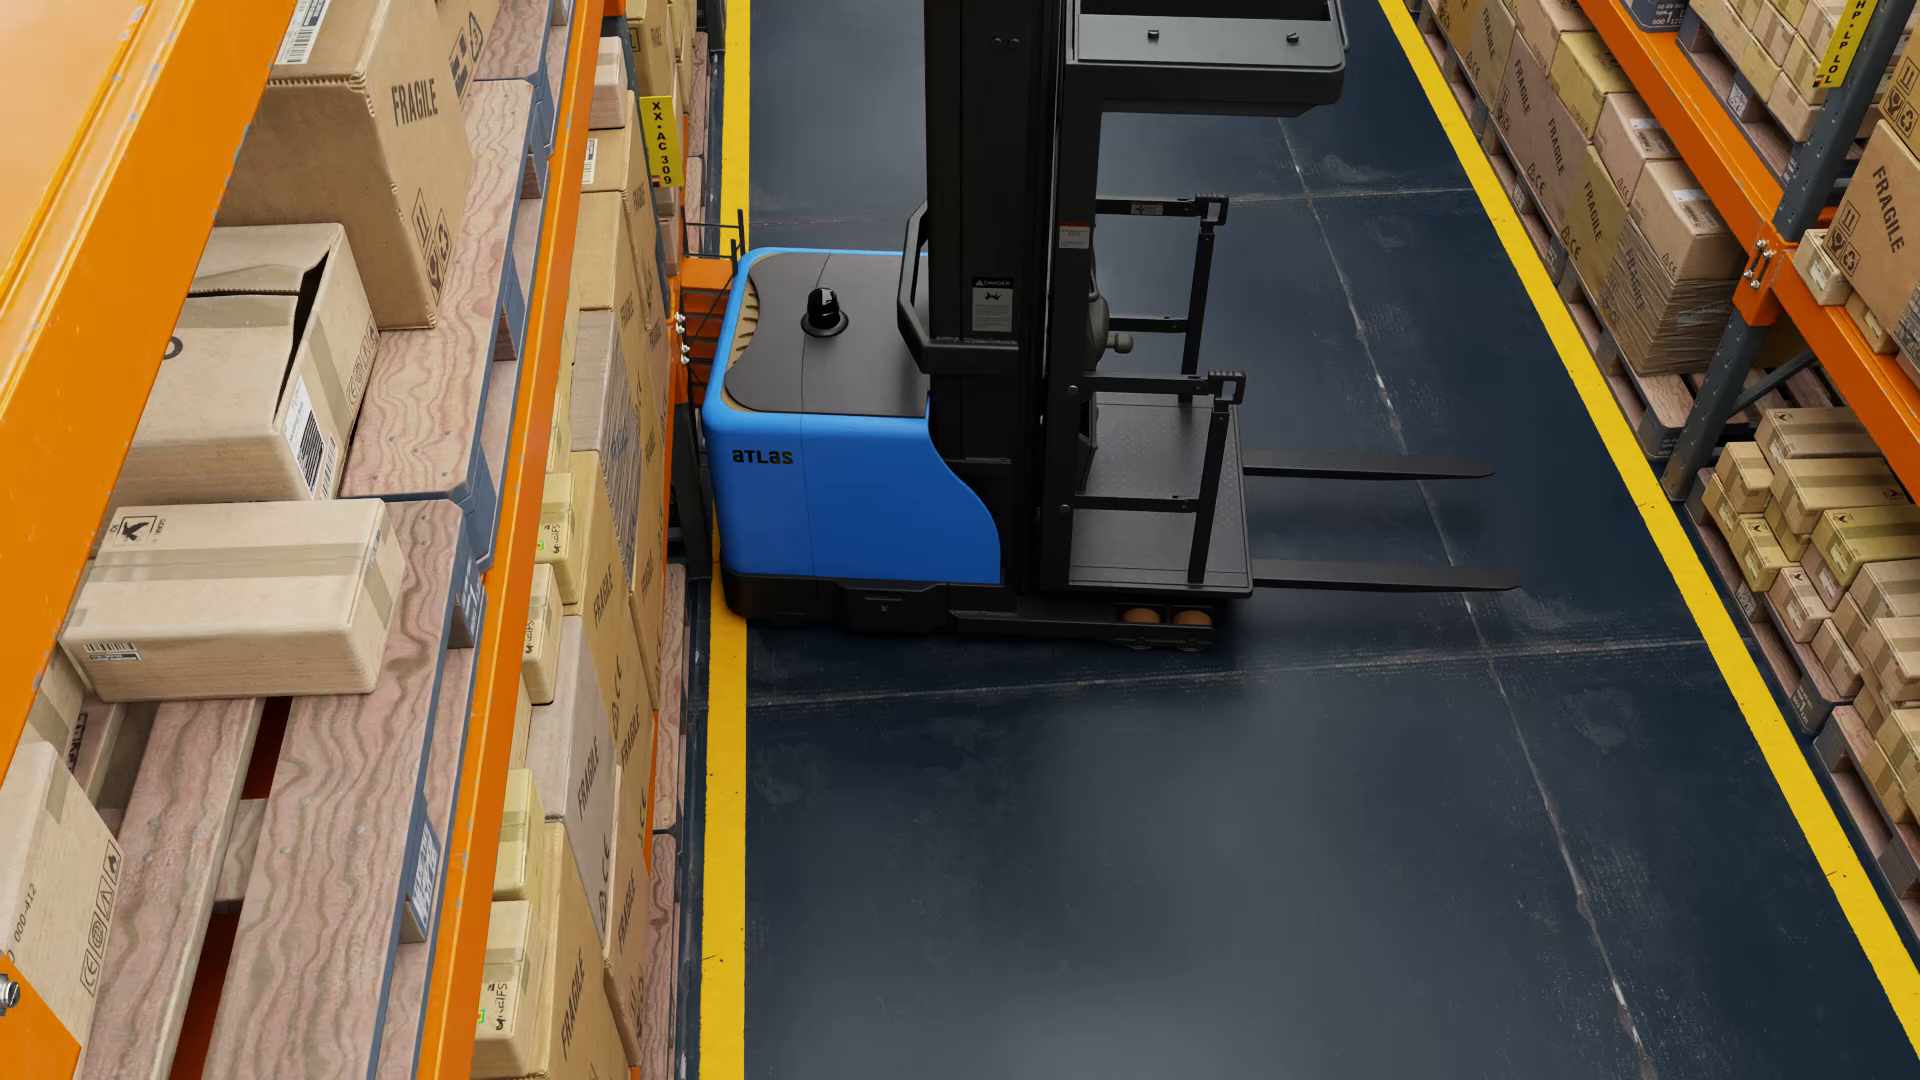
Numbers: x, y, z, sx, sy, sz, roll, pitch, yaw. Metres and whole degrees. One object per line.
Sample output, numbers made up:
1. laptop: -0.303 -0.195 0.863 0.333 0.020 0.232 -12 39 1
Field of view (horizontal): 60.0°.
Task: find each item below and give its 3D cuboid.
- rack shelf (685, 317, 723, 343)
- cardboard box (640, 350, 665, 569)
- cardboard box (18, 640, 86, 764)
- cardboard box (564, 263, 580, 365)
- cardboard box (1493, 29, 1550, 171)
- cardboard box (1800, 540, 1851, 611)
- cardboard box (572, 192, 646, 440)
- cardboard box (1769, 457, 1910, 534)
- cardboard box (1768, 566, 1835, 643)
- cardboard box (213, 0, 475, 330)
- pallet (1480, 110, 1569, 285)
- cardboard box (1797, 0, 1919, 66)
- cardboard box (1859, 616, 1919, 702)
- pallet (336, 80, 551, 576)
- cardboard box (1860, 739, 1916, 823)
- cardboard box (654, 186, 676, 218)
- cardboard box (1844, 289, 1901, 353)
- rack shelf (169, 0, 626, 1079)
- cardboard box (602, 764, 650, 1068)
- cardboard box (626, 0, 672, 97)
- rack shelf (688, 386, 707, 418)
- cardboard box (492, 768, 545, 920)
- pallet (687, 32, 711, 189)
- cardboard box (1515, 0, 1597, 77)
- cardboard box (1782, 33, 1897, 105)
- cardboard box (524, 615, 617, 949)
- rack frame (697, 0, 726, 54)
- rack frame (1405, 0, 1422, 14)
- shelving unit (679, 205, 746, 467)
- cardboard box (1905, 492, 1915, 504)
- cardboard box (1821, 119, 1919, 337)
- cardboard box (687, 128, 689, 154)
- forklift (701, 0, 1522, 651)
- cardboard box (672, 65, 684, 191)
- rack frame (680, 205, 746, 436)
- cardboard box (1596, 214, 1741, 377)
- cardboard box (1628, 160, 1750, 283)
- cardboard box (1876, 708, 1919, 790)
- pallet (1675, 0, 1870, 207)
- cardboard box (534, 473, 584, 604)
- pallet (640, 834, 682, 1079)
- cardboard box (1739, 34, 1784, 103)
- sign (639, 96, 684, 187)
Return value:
1. rack shelf: -0.960 -0.825 6.556 0.258 0.103 0.180 4 48 0
2. cardboard box: -1.145 -0.228 4.831 0.500 0.500 0.500 -5 47 -4
3. cardboard box: -1.394 0.266 2.181 0.380 0.149 0.250 -7 47 -6
4. cardboard box: -1.123 -0.544 3.995 0.380 0.149 0.250 -4 47 -4
5. cardboard box: 3.001 -2.177 8.178 0.500 0.500 0.500 -5 47 -4
6. cardboard box: 3.316 0.107 6.052 0.380 0.149 0.250 -4 47 -4
7. cardboard box: -1.138 -0.572 4.468 0.500 0.500 0.500 -4 47 -4
8. cardboard box: 3.224 -0.164 6.104 0.380 0.149 0.250 -1 47 -1
9. cardboard box: 3.243 0.228 6.142 0.380 0.149 0.250 -4 47 -3
10. cardboard box: -1.171 -0.704 2.858 0.500 0.500 0.500 -3 47 -3
11. pallet: 3.266 -1.749 8.261 1.003 0.211 1.213 -3 47 -3
12. cardboard box: 3.209 -1.801 5.864 0.380 0.149 0.250 -2 47 -1
13. cardboard box: 3.279 0.393 5.577 0.380 0.149 0.250 -3 47 -2
14. pallet: -1.330 -0.414 3.071 1.003 0.211 1.213 -3 47 -3
15. cardboard box: 3.297 0.795 5.605 0.380 0.149 0.250 -5 47 -4
16. cardboard box: -1.242 -1.342 5.714 0.500 0.250 0.500 -5 47 -4
17. cardboard box: 3.231 -0.766 5.583 0.380 0.149 0.250 -2 47 -2
18. rack shelf: -1.319 -0.223 3.325 1.077 0.370 4.000 -3 47 -3
19. cardboard box: -1.001 0.876 3.786 0.500 0.500 0.500 -4 47 -4
20. cardboard box: -1.237 -1.600 5.442 0.500 0.500 0.500 -3 47 -3
21. rack shelf: -0.975 -0.583 6.821 0.258 0.103 0.180 4 48 0
22. cardboard box: -0.946 0.564 2.946 0.380 0.149 0.250 -5 47 -5
23. pallet: -1.831 -2.246 8.732 1.003 0.211 1.213 -3 47 -3
24. cardboard box: 2.990 -2.457 7.927 0.500 0.250 0.500 -3 47 -3
25. cardboard box: 3.207 -1.696 5.969 0.380 0.149 0.250 -2 47 -2
26. cardboard box: -1.009 0.520 3.434 0.500 0.500 0.500 -4 47 -4
27. rack frame: -1.822 -3.780 8.264 1.000 3.000 0.127 -3 47 -3
28. rack frame: 3.103 -4.154 8.618 1.000 3.000 0.127 -3 47 -3
29. shelving unit: -0.963 -0.775 6.612 0.258 1.200 0.189 4 48 0
30. cardboard box: 3.816 -0.123 6.270 0.380 0.149 0.250 -6 47 -5
31. cardboard box: 3.228 -1.023 5.379 0.500 0.500 0.500 -4 47 -4
32. cardboard box: -1.776 -2.043 7.793 0.875 0.875 0.875 -3 47 -3
33. forklift: 0.628 -0.983 5.662 3.031 2.935 1.130 2 47 2
34. cardboard box: -1.305 -1.543 6.249 0.500 0.250 0.500 -5 47 -4
35. rack frame: -0.958 -0.842 6.673 0.240 1.200 0.006 4 48 0
36. cardboard box: 3.125 -1.065 7.125 0.500 0.500 0.500 -4 47 -4
37. cardboard box: 3.123 -1.326 6.856 0.500 0.250 0.500 -5 47 -4
38. cardboard box: 3.293 0.689 5.500 0.380 0.149 0.250 -4 47 -4
39. pallet: 3.519 -1.756 6.479 1.003 0.211 1.213 -3 47 -3
40. cardboard box: -0.993 0.009 3.472 0.380 0.149 0.250 -5 47 -4
41. pallet: -1.396 1.513 5.172 1.003 0.211 1.213 -3 47 -3
42. cardboard box: 3.185 -1.781 6.255 0.380 0.149 0.250 -3 47 -3
43. sign: -0.934 -1.246 5.213 0.100 0.325 0.005 -3 47 -3
